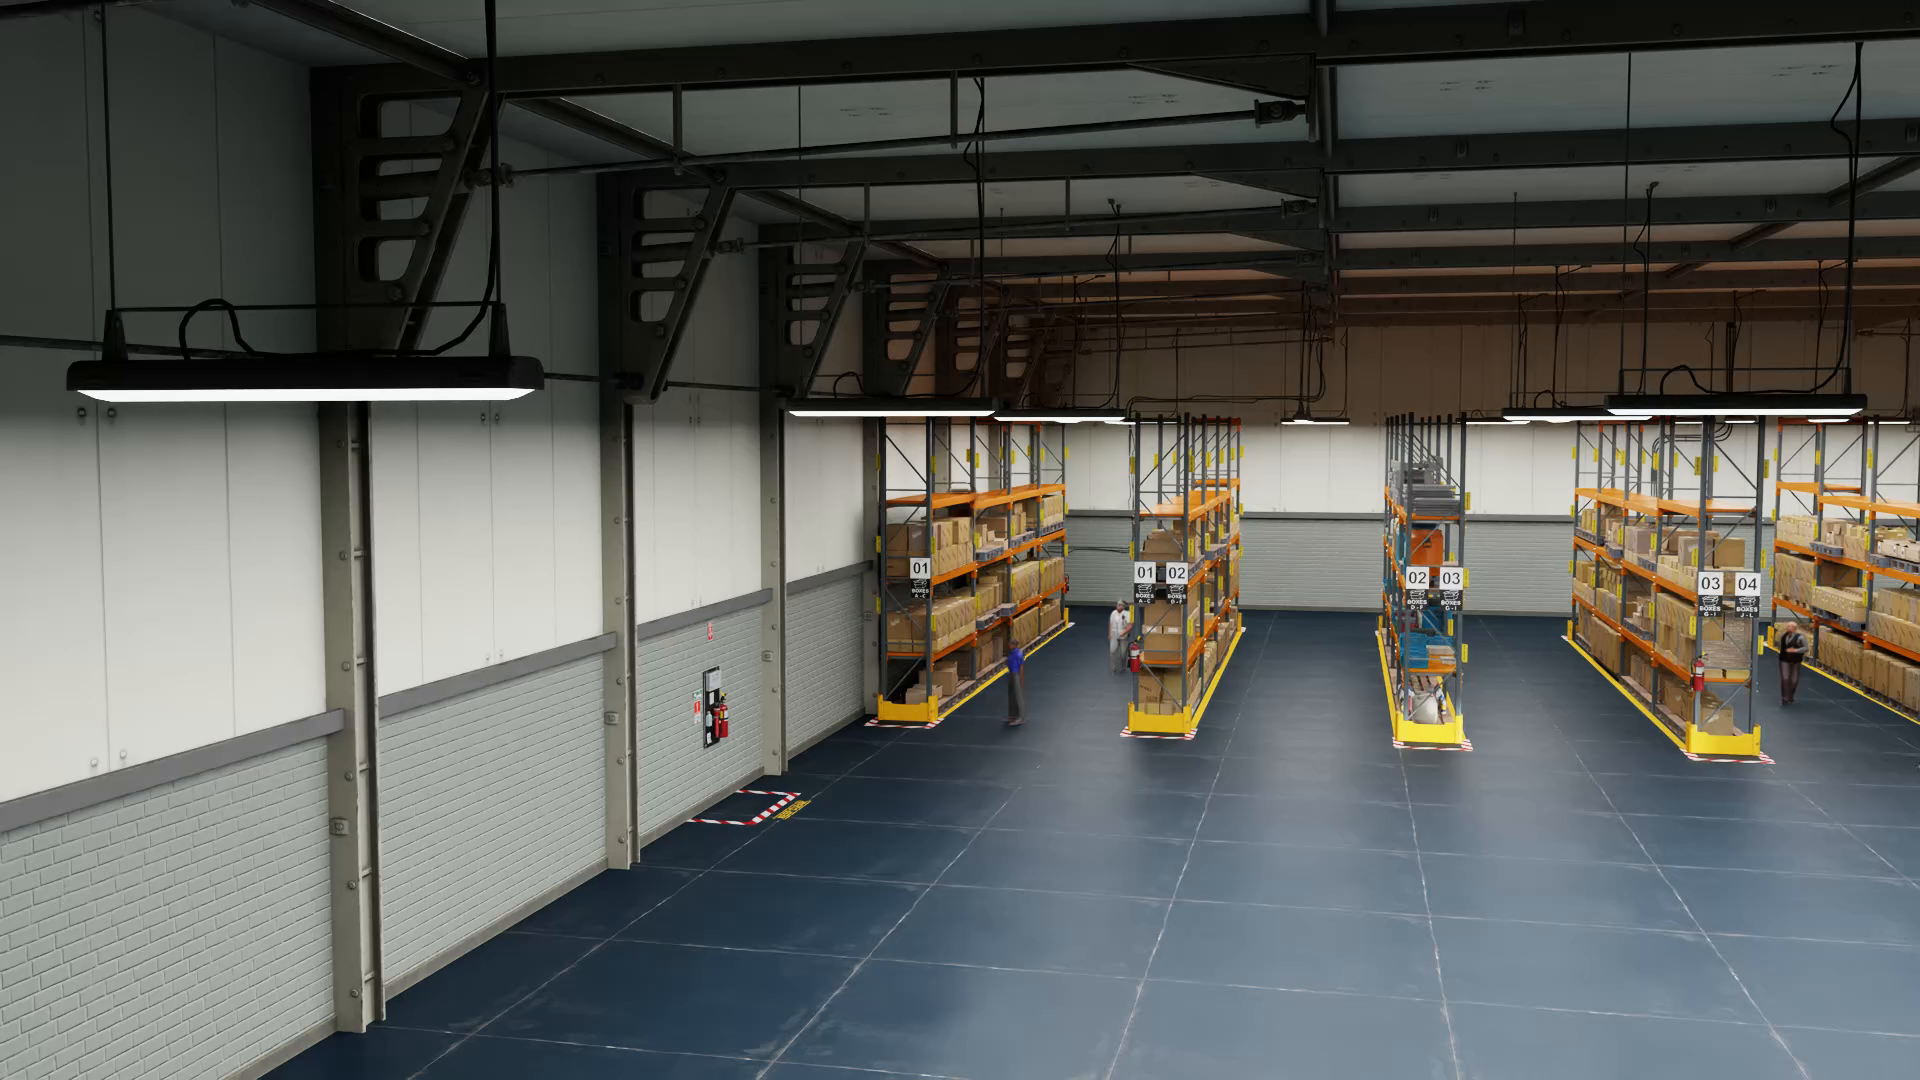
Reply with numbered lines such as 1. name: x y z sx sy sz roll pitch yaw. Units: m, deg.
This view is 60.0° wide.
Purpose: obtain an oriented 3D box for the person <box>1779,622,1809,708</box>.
1. person: 17.138 2.556 34.227 0.525 1.763 0.829 1 4 18

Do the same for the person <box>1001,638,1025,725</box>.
1. person: 1.021 2.718 32.207 0.361 1.654 0.548 -1 4 -20

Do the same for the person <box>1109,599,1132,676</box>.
1. person: 3.717 2.262 38.663 0.564 1.795 0.947 1 4 14
